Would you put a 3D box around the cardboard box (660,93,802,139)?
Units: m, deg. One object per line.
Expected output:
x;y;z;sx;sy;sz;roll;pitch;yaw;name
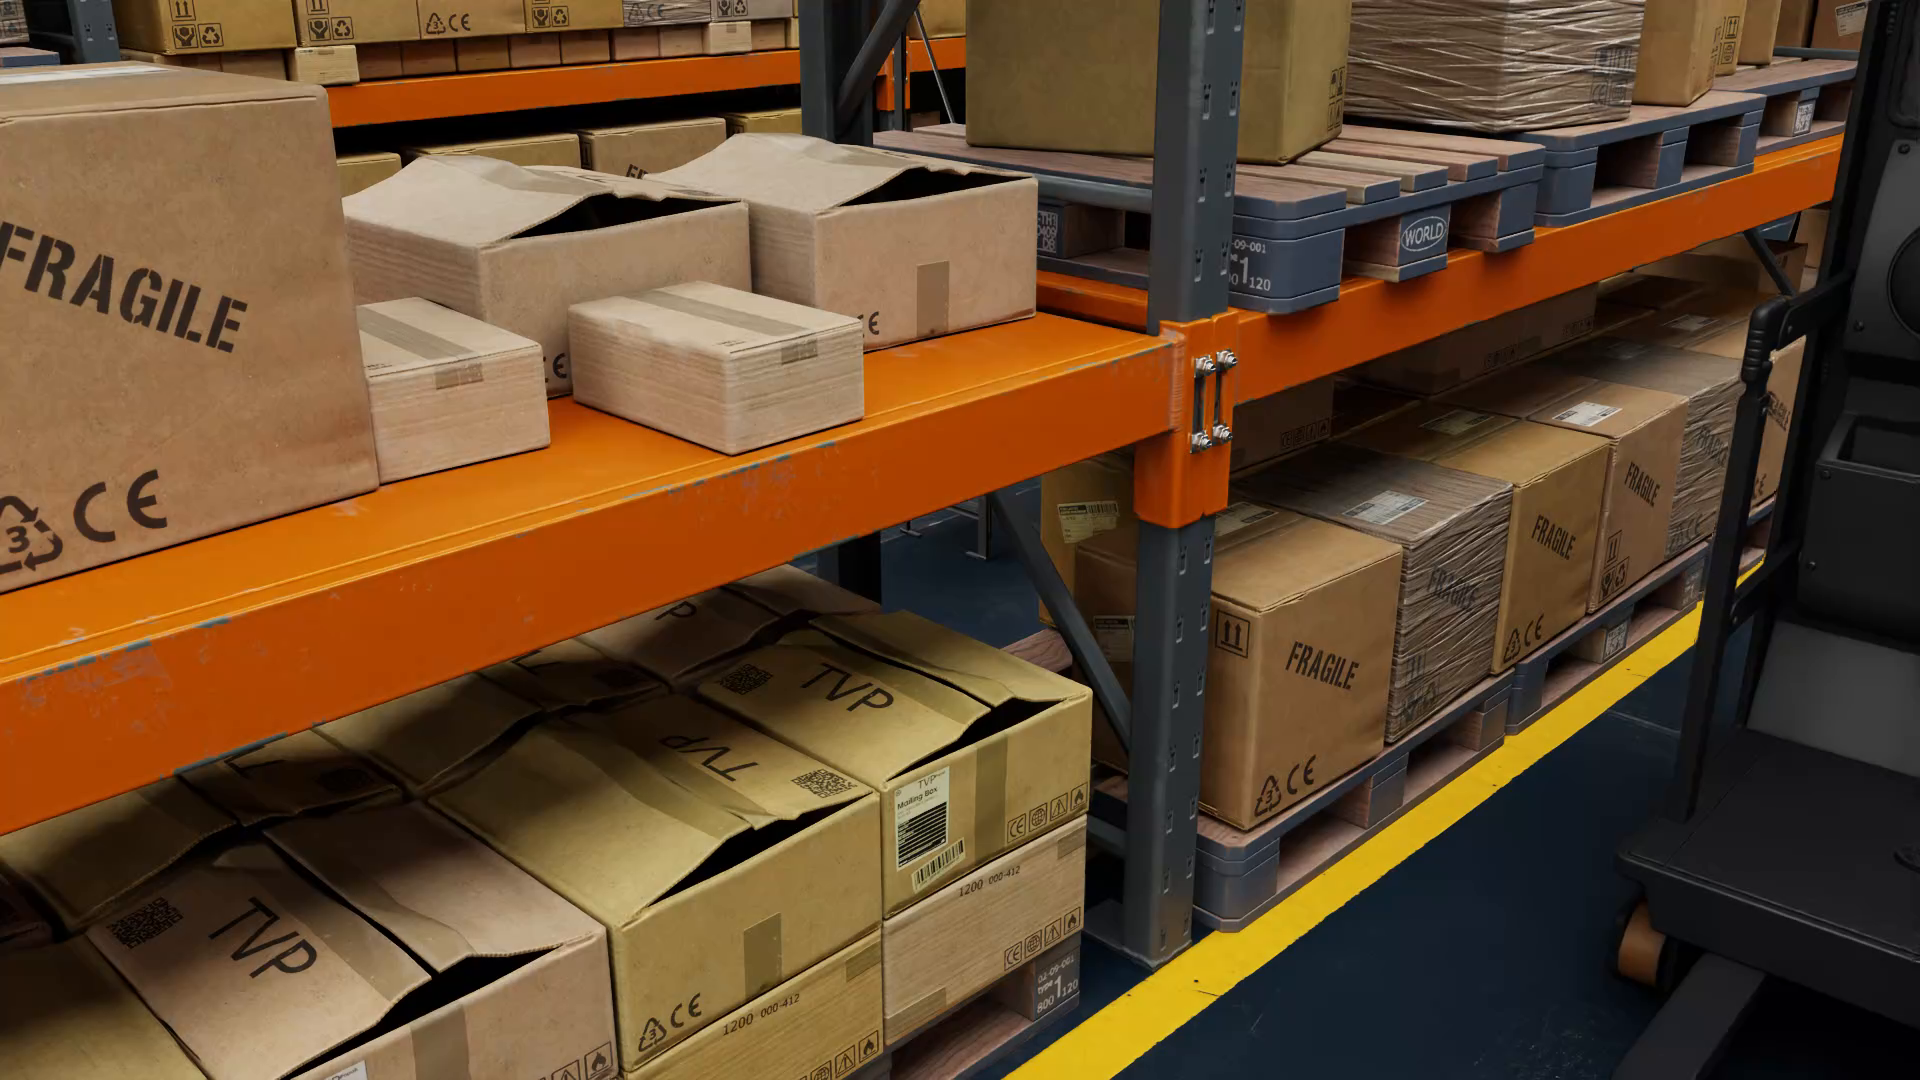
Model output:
-1.049;-1.936;8.841;0.750;0.750;0.750;20;28;41;cardboard box

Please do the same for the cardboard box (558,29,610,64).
-1.833;-2.296;7.690;0.250;0.149;0.380;-19;28;-40;cardboard box

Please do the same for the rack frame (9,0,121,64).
-3.479;-1.915;6.375;1.000;3.000;0.127;19;28;41;rack frame

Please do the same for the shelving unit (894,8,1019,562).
0.115;-1.023;5.309;0.431;2.100;0.503;19;28;41;shelving unit

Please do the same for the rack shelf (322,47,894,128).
-2.084;-2.093;7.842;1.077;0.370;4.000;19;28;41;rack shelf

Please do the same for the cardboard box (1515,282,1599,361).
1.654;-0.772;5.228;0.500;0.250;0.500;19;28;41;cardboard box

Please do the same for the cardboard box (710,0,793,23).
-1.179;-2.822;8.155;0.500;0.500;0.500;20;28;41;cardboard box

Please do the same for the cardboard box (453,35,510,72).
-2.206;-2.171;7.365;0.250;0.149;0.380;-20;28;-41;cardboard box

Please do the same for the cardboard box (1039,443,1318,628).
0.557;-0.014;4.300;0.500;0.500;0.500;-19;28;-40;cardboard box

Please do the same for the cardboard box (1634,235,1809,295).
3.058;-0.960;6.762;0.500;0.500;0.500;19;28;41;cardboard box

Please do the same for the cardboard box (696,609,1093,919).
-0.116;0.346;2.959;0.500;0.311;0.500;-19;28;-41;cardboard box

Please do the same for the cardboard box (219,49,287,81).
-2.901;-1.896;6.649;0.250;0.149;0.380;-20;29;-41;cardboard box

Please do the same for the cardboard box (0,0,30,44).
-3.799;-2.043;5.957;0.700;0.500;0.500;15;26;35;cardboard box

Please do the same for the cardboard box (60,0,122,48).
-3.338;-2.297;6.788;0.500;0.500;0.500;19;28;41;cardboard box

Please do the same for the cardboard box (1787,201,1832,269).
4.170;-1.228;7.456;0.797;0.503;0.637;19;28;41;cardboard box

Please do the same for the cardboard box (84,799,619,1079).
-0.828;0.610;2.271;0.500;0.311;0.500;19;28;40;cardboard box

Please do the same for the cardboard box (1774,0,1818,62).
3.028;-1.943;6.311;0.500;0.500;0.500;-20;28;-41;cardboard box

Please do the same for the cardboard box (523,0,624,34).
-1.880;-2.566;7.487;0.500;0.500;0.500;-19;28;-41;cardboard box

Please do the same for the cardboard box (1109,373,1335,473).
0.594;-0.379;4.206;0.500;0.250;0.500;-19;28;-40;cardboard box

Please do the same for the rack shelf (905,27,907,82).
0.115;-1.663;5.062;0.431;0.518;0.480;19;28;41;rack shelf

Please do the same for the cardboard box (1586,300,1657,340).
1.987;-0.539;5.668;0.500;0.500;0.500;-20;28;-41;cardboard box

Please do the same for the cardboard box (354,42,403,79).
-2.568;-2.039;7.020;0.380;0.149;0.250;19;28;40;cardboard box

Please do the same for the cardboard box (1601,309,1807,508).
2.374;-0.419;5.355;0.500;0.500;0.500;19;28;41;cardboard box

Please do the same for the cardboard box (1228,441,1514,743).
0.957;0.104;3.994;0.500;0.500;0.500;18;27;39;cardboard box

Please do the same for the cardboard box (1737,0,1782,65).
2.373;-1.881;5.563;0.700;0.500;0.500;9;23;23;cardboard box

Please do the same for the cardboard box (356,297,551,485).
-0.776;-0.217;2.307;0.250;0.149;0.380;-18;27;-38;cardboard box

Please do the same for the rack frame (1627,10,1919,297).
2.864;-1.704;5.827;1.000;3.000;0.127;19;28;41;rack frame

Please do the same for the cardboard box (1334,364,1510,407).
1.280;-0.283;5.001;0.500;0.500;0.500;18;27;39;cardboard box

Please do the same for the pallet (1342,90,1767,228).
1.426;-1.087;4.490;1.003;0.211;1.213;19;28;41;pallet

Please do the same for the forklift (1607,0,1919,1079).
1.927;-0.456;2.676;1.130;2.935;3.031;17;27;38;forklift

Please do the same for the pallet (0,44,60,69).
-3.900;-1.615;5.864;1.213;0.211;1.003;19;28;41;pallet

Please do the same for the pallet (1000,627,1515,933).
0.621;0.443;4.127;1.003;0.211;1.213;19;28;41;pallet

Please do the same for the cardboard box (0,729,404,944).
-1.221;0.479;2.614;0.500;0.311;0.500;18;28;39;cardboard box

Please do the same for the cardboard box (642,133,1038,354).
-0.212;-0.552;2.953;0.500;0.311;0.500;-18;27;-39;cardboard box

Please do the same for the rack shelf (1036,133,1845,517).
1.468;-0.854;4.619;1.077;0.370;4.000;19;28;41;rack shelf

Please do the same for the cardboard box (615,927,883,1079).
-0.476;0.741;2.712;0.500;0.250;0.500;19;28;40;cardboard box

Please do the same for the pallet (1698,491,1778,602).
2.323;-0.184;5.759;1.003;0.211;1.213;19;28;41;pallet

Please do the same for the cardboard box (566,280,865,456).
-0.356;-0.258;2.416;0.380;0.149;0.250;19;28;41;cardboard box

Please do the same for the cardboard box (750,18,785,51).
-1.093;-2.551;8.353;0.250;0.149;0.380;-19;28;-40;cardboard box

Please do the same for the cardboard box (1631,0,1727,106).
1.675;-1.477;4.512;0.700;0.500;0.500;12;24;27;cardboard box

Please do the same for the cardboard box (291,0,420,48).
-2.584;-2.303;6.803;0.500;0.500;0.500;-19;28;-40;cardboard box

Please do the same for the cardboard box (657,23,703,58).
-1.454;-2.422;8.018;0.380;0.149;0.250;19;28;41;cardboard box

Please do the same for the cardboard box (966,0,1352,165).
0.432;-1.109;3.553;0.700;0.500;0.500;9;23;23;cardboard box

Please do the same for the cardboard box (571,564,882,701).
-0.503;0.211;3.310;0.500;0.311;0.500;-19;28;-40;cardboard box

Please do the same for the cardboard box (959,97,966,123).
0.213;-2.658;10.303;0.380;0.149;0.250;18;27;39;cardboard box

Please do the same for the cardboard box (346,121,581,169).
-2.256;-1.487;7.674;0.750;0.750;0.750;19;28;40;cardboard box

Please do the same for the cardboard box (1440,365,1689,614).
1.670;-0.159;4.678;0.500;0.500;0.500;18;27;39;cardboard box

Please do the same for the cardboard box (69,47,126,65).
-3.435;-1.955;6.801;0.250;0.149;0.380;-20;28;-41;cardboard box
